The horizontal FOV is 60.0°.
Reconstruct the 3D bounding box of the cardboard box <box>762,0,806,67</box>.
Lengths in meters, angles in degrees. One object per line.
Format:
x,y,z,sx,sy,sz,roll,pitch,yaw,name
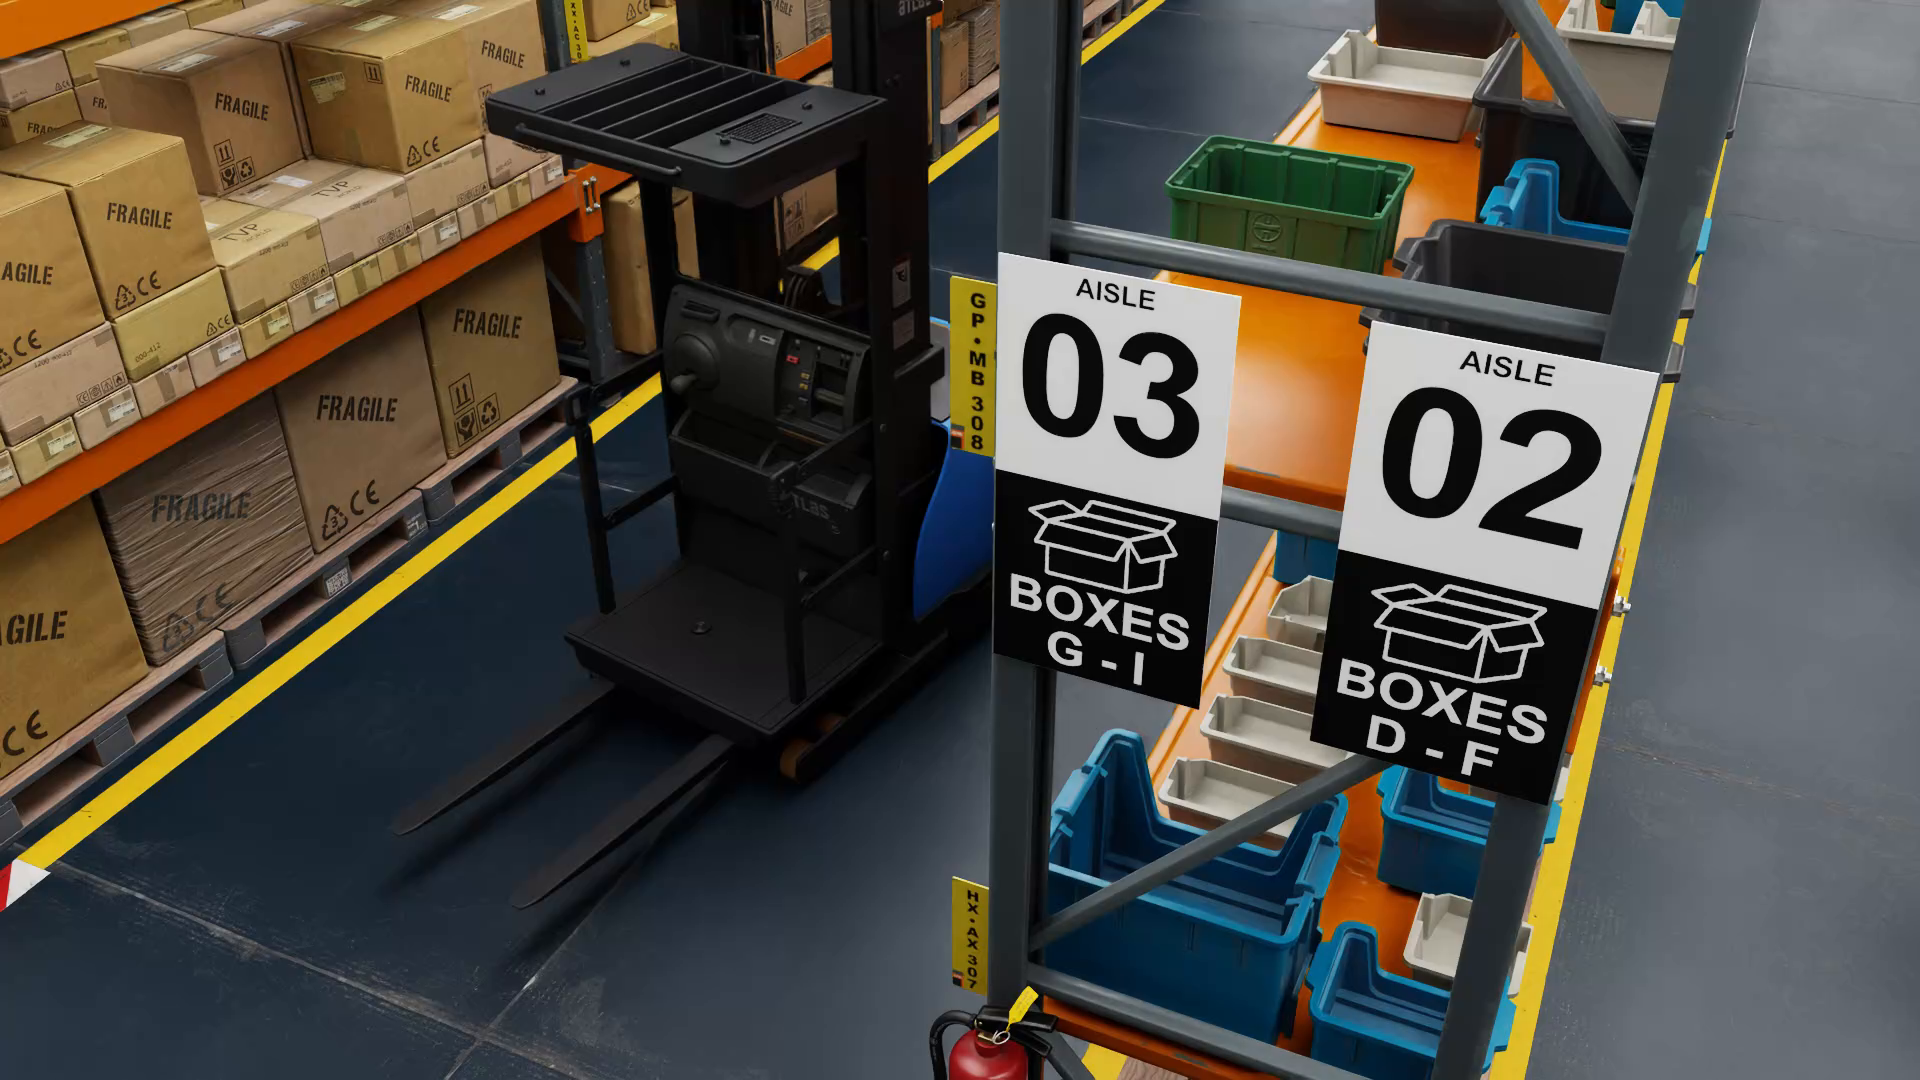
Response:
-1.239,-3.060,9.589,0.500,0.500,0.500,15,36,21,cardboard box

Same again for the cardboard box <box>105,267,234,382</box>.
-3.091,-0.844,6.167,0.500,0.250,0.500,13,35,19,cardboard box

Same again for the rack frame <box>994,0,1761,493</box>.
0.536,-1.468,1.782,1.000,3.000,0.127,14,36,20,rack frame

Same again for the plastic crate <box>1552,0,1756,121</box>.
1.744,-1.197,4.213,0.437,0.282,0.530,14,36,20,plastic crate

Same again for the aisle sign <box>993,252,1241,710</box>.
0.240,-0.078,2.762,0.394,0.787,0.004,14,36,20,aisle sign

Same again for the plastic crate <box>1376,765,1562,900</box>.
1.214,0.710,4.029,0.416,0.233,0.300,14,36,20,plastic crate

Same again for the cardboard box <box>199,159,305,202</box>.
-3.147,-1.470,7.121,0.500,0.250,0.500,15,36,22,cardboard box

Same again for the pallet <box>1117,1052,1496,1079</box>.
0.917,1.805,4.805,1.003,0.211,1.213,14,36,20,pallet

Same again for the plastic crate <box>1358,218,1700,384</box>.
0.951,-0.287,2.836,0.497,0.269,0.590,14,36,20,plastic crate

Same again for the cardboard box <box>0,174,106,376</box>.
-3.307,-0.897,5.564,0.500,0.500,0.500,13,36,19,cardboard box

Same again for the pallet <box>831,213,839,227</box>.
-1.014,-2.538,11.429,1.003,0.211,1.213,14,36,20,pallet

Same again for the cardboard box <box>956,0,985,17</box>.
-0.150,-4.139,12.522,0.500,0.250,0.500,18,37,26,cardboard box

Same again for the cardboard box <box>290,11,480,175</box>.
-2.452,-1.924,7.130,0.500,0.500,0.500,15,36,21,cardboard box

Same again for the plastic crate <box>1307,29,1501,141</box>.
1.175,-1.189,4.333,0.437,0.136,0.530,14,36,20,plastic crate

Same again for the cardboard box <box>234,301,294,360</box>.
-2.872,-0.858,6.552,0.380,0.149,0.250,13,36,19,cardboard box

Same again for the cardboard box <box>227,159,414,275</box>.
-2.663,-1.357,6.949,0.500,0.250,0.500,15,36,21,cardboard box

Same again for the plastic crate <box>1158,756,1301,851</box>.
0.713,0.678,4.166,0.396,0.136,0.243,14,36,20,plastic crate

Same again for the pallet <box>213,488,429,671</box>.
-3.187,0.049,7.483,1.003,0.211,1.213,14,36,20,pallet

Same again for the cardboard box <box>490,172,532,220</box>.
-2.226,-1.627,7.725,0.380,0.149,0.250,15,36,21,cardboard box

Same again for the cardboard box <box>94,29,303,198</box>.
-3.148,-1.779,6.910,0.500,0.500,0.500,13,35,19,cardboard box

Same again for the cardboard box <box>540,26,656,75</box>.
-1.869,-2.301,8.433,0.500,0.500,0.500,14,36,21,cardboard box

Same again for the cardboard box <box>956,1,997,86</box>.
-0.133,-3.836,12.743,0.700,0.500,0.500,11,35,17,cardboard box

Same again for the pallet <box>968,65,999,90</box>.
0.225,-3.908,13.518,1.003,0.211,1.213,14,36,20,pallet

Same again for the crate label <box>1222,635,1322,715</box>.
0.942,0.393,4.601,0.396,0.136,0.243,14,36,20,crate label

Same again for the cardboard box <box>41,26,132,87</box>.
-5.982,-3.293,11.249,0.500,0.250,0.500,15,36,22,cardboard box

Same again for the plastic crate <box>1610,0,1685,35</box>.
2.119,-1.609,4.886,0.416,0.233,0.300,14,36,20,plastic crate

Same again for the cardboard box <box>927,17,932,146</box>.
-0.923,-3.028,11.187,1.225,0.875,0.875,13,35,18,cardboard box

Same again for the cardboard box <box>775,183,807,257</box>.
-1.666,-2.143,9.838,1.225,0.875,0.875,13,35,19,cardboard box

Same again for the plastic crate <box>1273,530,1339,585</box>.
1.163,0.004,5.106,0.416,0.233,0.300,14,36,20,plastic crate

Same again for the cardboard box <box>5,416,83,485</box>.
-3.301,-0.347,5.773,0.380,0.149,0.250,13,36,19,cardboard box

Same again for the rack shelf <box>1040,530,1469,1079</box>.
1.373,0.345,5.144,1.077,0.370,4.000,14,36,20,rack shelf

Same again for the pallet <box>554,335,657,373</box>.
-2.034,-1.323,9.575,1.003,0.211,1.213,14,36,20,pallet

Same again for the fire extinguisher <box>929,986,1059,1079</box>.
0.060,1.200,3.595,0.296,0.674,0.183,14,36,20,fire extinguisher

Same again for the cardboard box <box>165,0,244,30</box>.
-5.554,-3.808,12.034,0.500,0.250,0.500,15,36,22,cardboard box

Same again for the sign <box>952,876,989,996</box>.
0.030,0.854,3.563,0.100,0.325,0.005,14,36,20,sign

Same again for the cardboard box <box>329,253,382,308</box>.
-2.656,-1.116,6.945,0.380,0.149,0.250,14,36,20,cardboard box

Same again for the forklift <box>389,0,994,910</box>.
-0.854,-0.604,5.999,1.130,2.935,3.031,21,39,29,forklift

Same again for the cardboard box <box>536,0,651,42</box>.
-2.029,-2.869,8.384,0.797,0.503,0.637,13,36,19,cardboard box

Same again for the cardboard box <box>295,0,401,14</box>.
-2.721,-2.283,7.678,0.500,0.500,0.500,14,36,20,cardboard box

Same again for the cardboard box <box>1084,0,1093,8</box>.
0.782,-4.910,14.381,0.700,0.500,0.500,11,35,17,cardboard box

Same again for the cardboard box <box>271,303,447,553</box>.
-3.014,-0.616,7.509,0.875,0.875,0.875,14,36,20,cardboard box

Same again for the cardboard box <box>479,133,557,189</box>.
-2.235,-1.869,7.731,0.500,0.250,0.500,14,36,20,cardboard box

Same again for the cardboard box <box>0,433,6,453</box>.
-3.516,-0.334,5.390,0.500,0.250,0.500,13,36,19,cardboard box

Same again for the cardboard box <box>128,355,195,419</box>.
-3.086,-0.604,6.164,0.380,0.149,0.250,13,36,20,cardboard box

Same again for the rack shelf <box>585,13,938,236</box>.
-1.452,-2.783,9.915,1.077,0.370,4.000,14,36,20,rack shelf

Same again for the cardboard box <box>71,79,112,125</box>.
-5.982,-2.977,11.452,0.500,0.500,0.500,16,36,23,cardboard box

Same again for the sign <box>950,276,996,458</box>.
0.030,-0.288,2.814,0.100,0.325,0.005,14,36,20,sign
